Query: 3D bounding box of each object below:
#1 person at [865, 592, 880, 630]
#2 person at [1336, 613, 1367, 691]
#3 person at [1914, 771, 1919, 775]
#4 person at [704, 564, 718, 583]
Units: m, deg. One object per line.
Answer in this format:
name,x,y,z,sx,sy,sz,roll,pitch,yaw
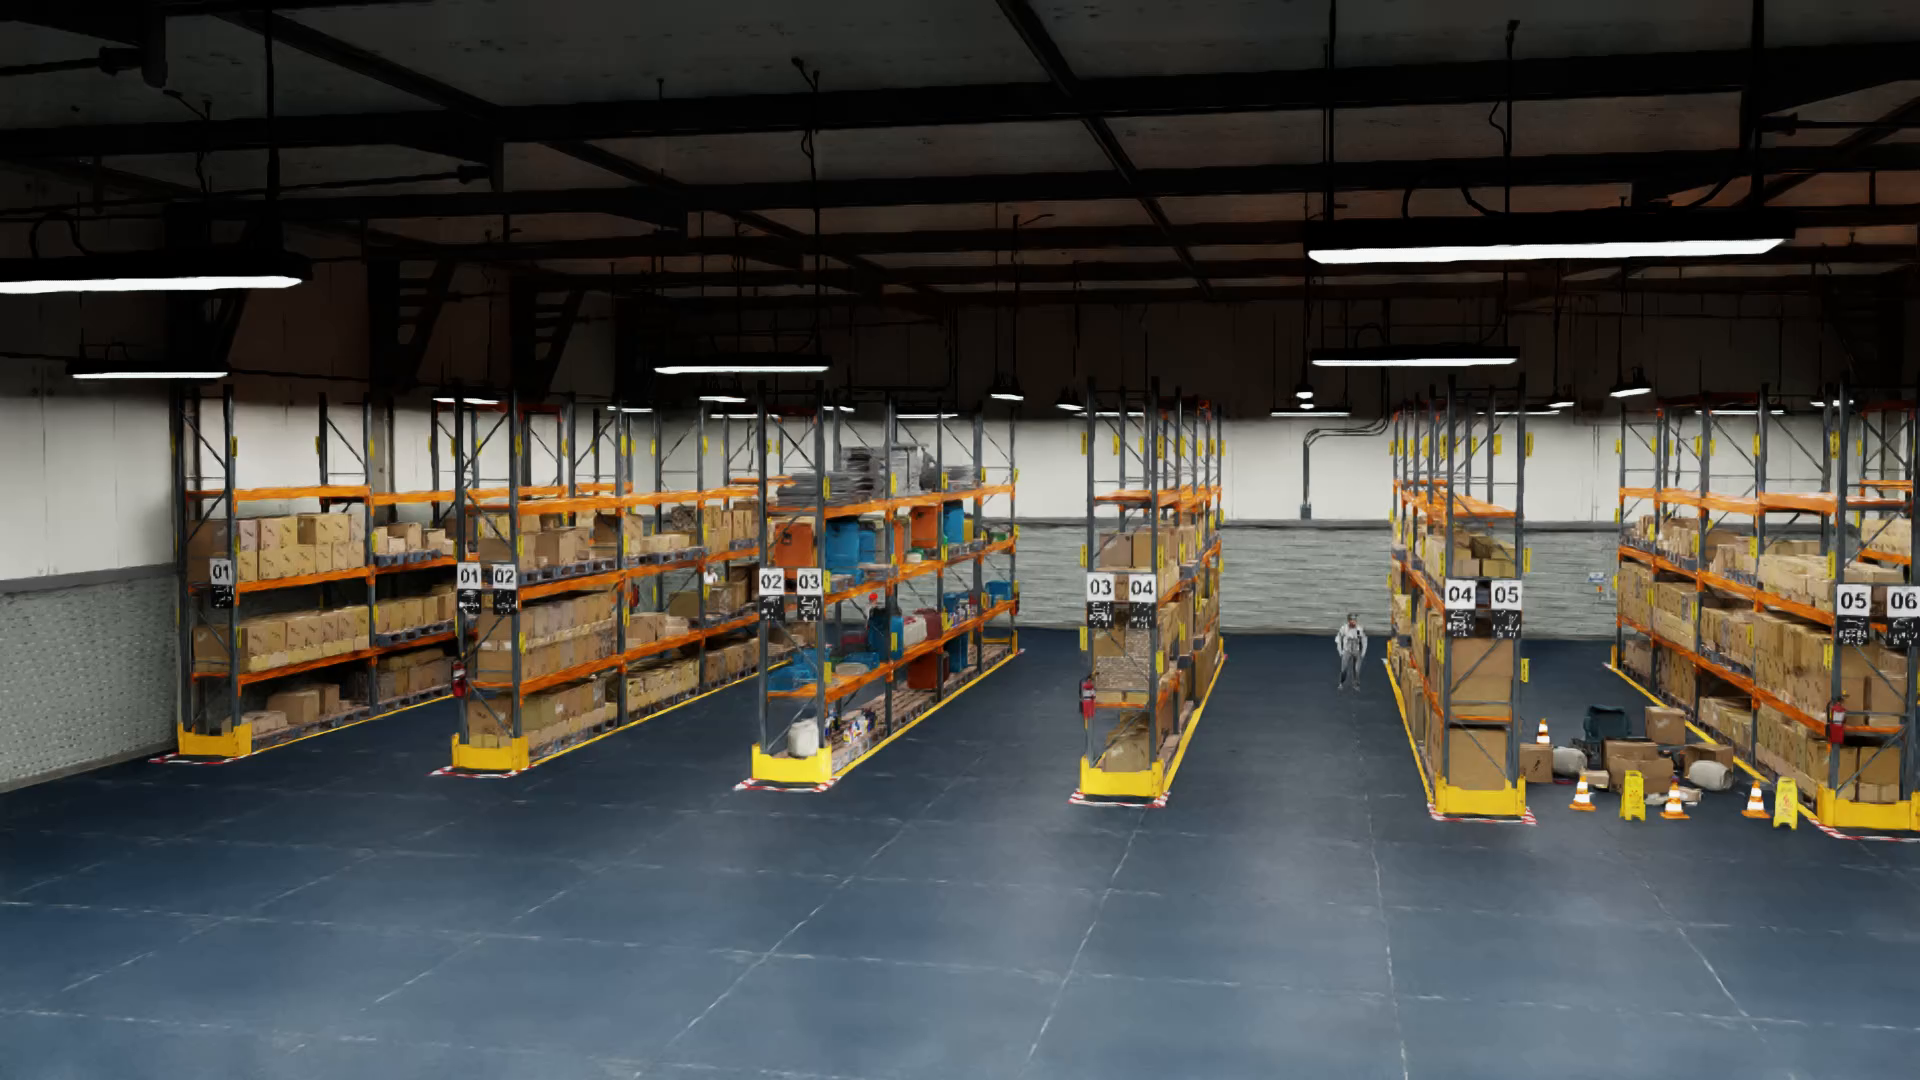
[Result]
person,-1.854,2.043,36.593,0.451,1.789,0.605,-1,3,-17
person,8.026,2.286,34.097,0.639,1.632,0.498,1,3,10
person,14.567,2.712,24.878,0.497,1.765,0.625,3,4,41
person,-7.113,1.520,46.710,0.596,1.747,0.578,-1,4,-24
